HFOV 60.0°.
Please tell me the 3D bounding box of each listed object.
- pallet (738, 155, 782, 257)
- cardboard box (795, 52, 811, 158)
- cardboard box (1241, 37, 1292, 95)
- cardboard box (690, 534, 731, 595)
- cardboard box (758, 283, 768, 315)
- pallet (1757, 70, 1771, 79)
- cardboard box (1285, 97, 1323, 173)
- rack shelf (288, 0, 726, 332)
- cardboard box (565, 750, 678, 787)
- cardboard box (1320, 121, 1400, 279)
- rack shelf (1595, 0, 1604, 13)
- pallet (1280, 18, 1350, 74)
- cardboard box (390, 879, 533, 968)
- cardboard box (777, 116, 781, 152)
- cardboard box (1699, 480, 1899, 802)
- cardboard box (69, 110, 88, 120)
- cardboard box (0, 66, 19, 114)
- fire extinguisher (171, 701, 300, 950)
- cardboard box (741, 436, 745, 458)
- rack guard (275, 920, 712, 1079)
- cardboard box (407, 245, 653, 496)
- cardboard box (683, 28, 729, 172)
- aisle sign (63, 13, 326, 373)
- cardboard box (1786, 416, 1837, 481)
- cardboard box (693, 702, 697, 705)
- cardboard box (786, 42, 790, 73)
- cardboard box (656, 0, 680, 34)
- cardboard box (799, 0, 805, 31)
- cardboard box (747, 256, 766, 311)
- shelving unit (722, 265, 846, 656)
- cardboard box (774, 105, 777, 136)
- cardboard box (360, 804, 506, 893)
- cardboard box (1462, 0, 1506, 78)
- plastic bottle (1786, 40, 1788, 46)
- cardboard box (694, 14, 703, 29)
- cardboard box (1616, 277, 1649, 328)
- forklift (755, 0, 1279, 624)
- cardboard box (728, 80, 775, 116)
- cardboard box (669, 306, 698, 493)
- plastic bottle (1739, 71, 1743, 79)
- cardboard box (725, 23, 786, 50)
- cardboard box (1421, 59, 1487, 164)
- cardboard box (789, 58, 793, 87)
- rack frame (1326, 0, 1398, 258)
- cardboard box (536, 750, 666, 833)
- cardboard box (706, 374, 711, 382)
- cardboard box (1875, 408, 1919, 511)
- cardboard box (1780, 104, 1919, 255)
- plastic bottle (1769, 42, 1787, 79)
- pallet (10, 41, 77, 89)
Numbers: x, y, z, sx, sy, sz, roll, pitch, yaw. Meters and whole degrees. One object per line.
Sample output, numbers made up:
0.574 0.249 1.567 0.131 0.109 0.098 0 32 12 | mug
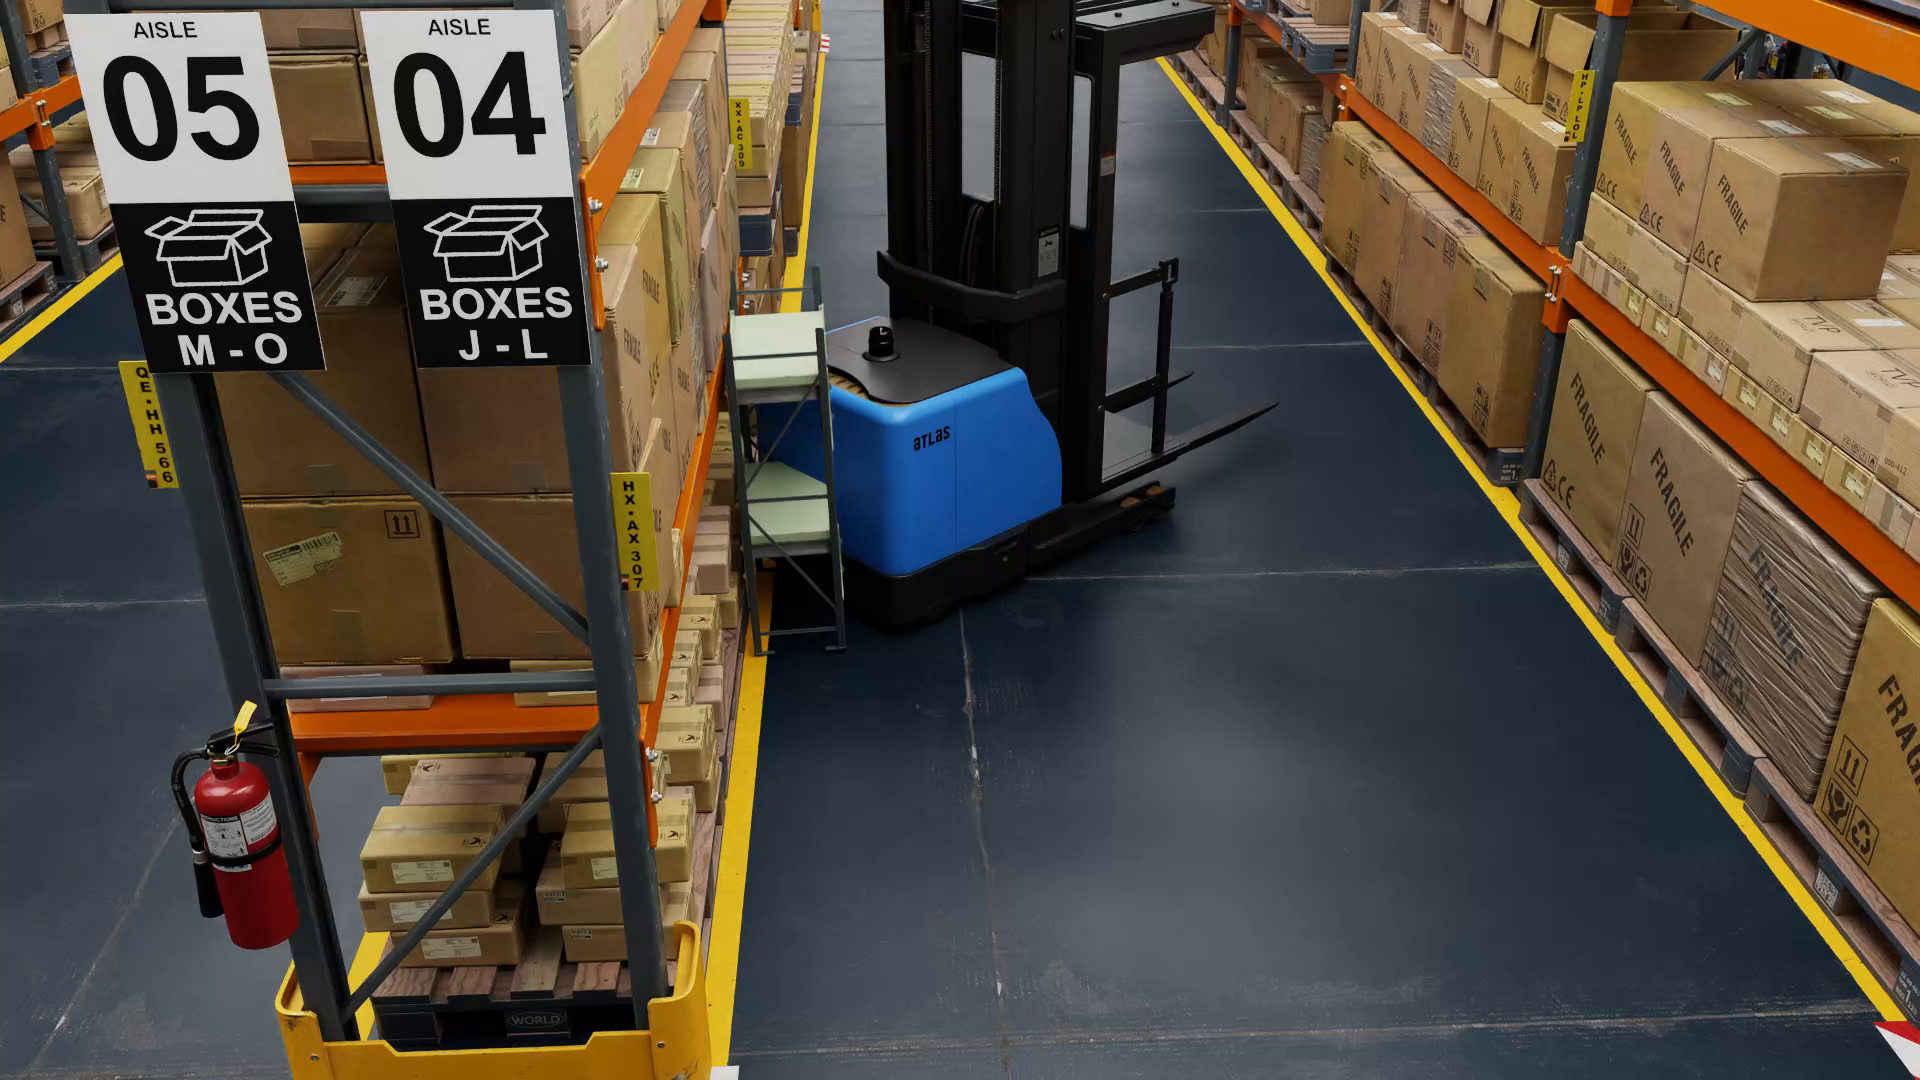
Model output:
-1.449 -1.739 8.549 1.003 0.211 1.213 -1 28 -3 | pallet
-1.803 -3.621 13.928 1.050 0.750 0.750 -1 28 -3 | cardboard box
3.005 -4.499 15.881 0.500 0.500 0.500 -2 28 -4 | cardboard box
-1.135 0.105 6.791 0.380 0.149 0.250 -2 28 -4 | cardboard box
-1.358 -1.138 9.437 0.500 0.500 0.500 0 28 0 | cardboard box
7.939 -4.430 16.515 1.003 0.211 1.213 -1 28 -3 | pallet
3.062 -3.301 13.564 0.700 0.500 0.500 1 28 2 | cardboard box
-1.450 -1.555 5.523 1.077 0.370 4.000 -1 28 -3 | rack shelf
-1.176 0.838 5.706 0.380 0.149 0.250 -1 28 -2 | cardboard box
3.210 -2.313 11.285 1.225 0.875 0.875 -3 28 -5 | cardboard box
3.300 -3.476 9.205 1.077 0.370 4.000 -1 28 -3 | rack shelf
3.052 -3.630 12.173 1.213 0.211 1.003 -1 28 -3 | pallet
-1.581 1.219 5.298 0.380 0.149 0.250 -1 28 -2 | cardboard box
-1.171 -2.213 9.066 0.380 0.149 0.250 -3 28 -5 | cardboard box
3.452 0.348 6.182 0.875 0.875 0.875 -1 28 -3 | cardboard box
-6.839 -3.443 13.996 0.950 0.372 0.625 0 28 1 | cardboard box
-6.416 -2.855 10.643 0.500 0.250 0.500 -2 28 -4 | cardboard box
-1.793 0.706 4.139 0.296 0.674 0.183 -1 28 -3 | fire extinguisher
-1.221 -0.384 8.050 0.380 0.149 0.250 -1 28 -2 | cardboard box
-1.350 1.453 4.924 1.175 0.500 0.348 -1 28 -3 | rack guard
-1.104 -0.454 4.366 0.500 0.500 0.500 -2 28 -3 | cardboard box
-1.260 -1.877 7.094 0.500 0.500 0.500 -2 28 -4 | cardboard box
-1.641 -0.732 3.599 0.394 0.787 0.004 -1 28 -3 | aisle sign
3.197 -0.330 5.911 0.380 0.149 0.250 -1 28 -2 | cardboard box
-1.181 0.738 6.220 0.380 0.149 0.250 -1 28 -3 | cardboard box
-1.238 -2.945 10.148 0.380 0.149 0.250 -1 28 -3 | cardboard box
-1.193 -1.817 5.409 0.500 0.250 0.500 -2 28 -3 | cardboard box
-1.935 -4.699 15.859 0.875 0.875 0.875 -1 28 -2 | cardboard box
-1.360 -1.472 9.266 0.500 0.250 0.500 -1 28 -1 | cardboard box
-0.754 -0.344 7.238 0.431 1.500 0.755 -4 29 -4 | shelving unit
-1.159 -2.227 8.771 0.380 0.149 0.250 -3 28 -5 | cardboard box
-1.626 0.955 5.161 0.380 0.149 0.250 -1 28 -2 | cardboard box
3.290 -2.929 9.429 0.797 0.503 0.637 -1 28 -1 | cardboard box
8.295 -4.846 16.686 0.144 0.351 0.185 -3 28 -5 | plastic bottle
-2.055 -3.561 11.726 0.500 0.500 0.500 -1 28 -3 | cardboard box
3.115 -1.042 7.276 0.380 0.149 0.250 -1 28 -1 | cardboard box
0.454 -1.501 7.958 3.031 2.935 1.130 -24 36 -38 | forklift
-1.147 -2.247 8.488 0.380 0.149 0.250 -1 28 -2 | cardboard box
-1.160 -0.484 5.505 0.500 0.500 0.500 -1 28 -2 | cardboard box
7.602 -4.469 16.126 0.097 0.201 0.097 0 28 0 | plastic bottle
-1.231 -2.967 9.869 0.380 0.149 0.250 -1 28 -3 | cardboard box
3.032 -2.496 9.684 0.500 0.500 0.500 -1 28 -2 | cardboard box
-1.254 -2.940 10.460 0.380 0.149 0.250 -1 28 -2 | cardboard box
3.195 -3.388 11.503 1.000 3.000 0.127 -1 28 -3 | rack frame
-1.168 0.819 5.422 0.380 0.149 0.250 -1 28 -2 | cardboard box
-1.196 -0.745 6.706 0.380 0.149 0.250 -3 28 -5 | cardboard box
3.297 -0.211 5.251 0.500 0.250 0.500 -2 28 -4 | cardboard box
3.717 -1.502 6.915 0.500 0.500 0.500 -1 28 -2 | cardboard box
8.161 -4.755 16.512 0.144 0.351 0.185 -1 28 -3 | plastic bottle
-6.845 -3.390 11.714 1.213 0.211 1.003 -1 28 -3 | pallet
